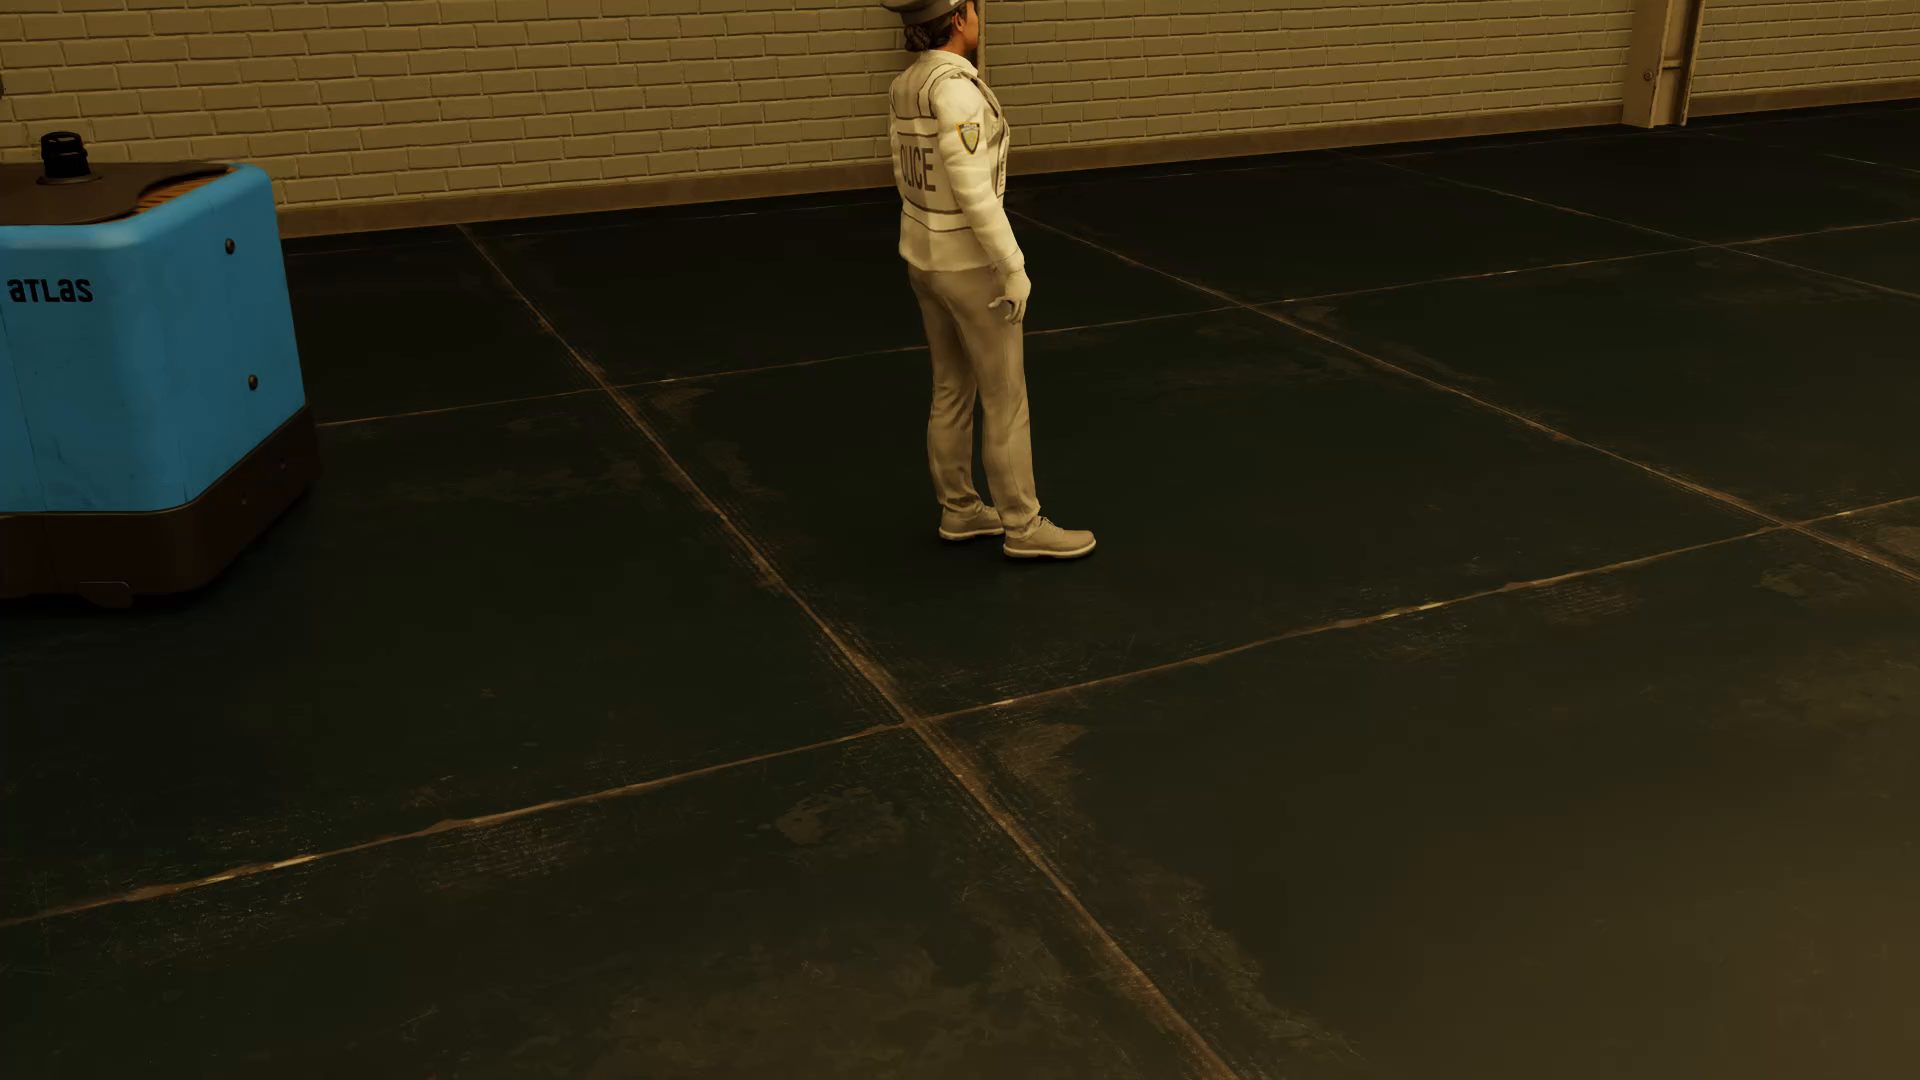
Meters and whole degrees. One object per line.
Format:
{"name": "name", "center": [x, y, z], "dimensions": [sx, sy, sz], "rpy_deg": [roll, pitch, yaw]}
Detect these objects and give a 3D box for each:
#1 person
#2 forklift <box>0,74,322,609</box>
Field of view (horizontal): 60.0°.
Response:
{"name": "person", "center": [0.063, -0.796, 4.800], "dimensions": [0.534, 1.693, 0.587], "rpy_deg": [-10, 25, -23]}
{"name": "forklift", "center": [-3.604, -1.337, 4.505], "dimensions": [3.031, 2.935, 1.130], "rpy_deg": [0, 23, 0]}
